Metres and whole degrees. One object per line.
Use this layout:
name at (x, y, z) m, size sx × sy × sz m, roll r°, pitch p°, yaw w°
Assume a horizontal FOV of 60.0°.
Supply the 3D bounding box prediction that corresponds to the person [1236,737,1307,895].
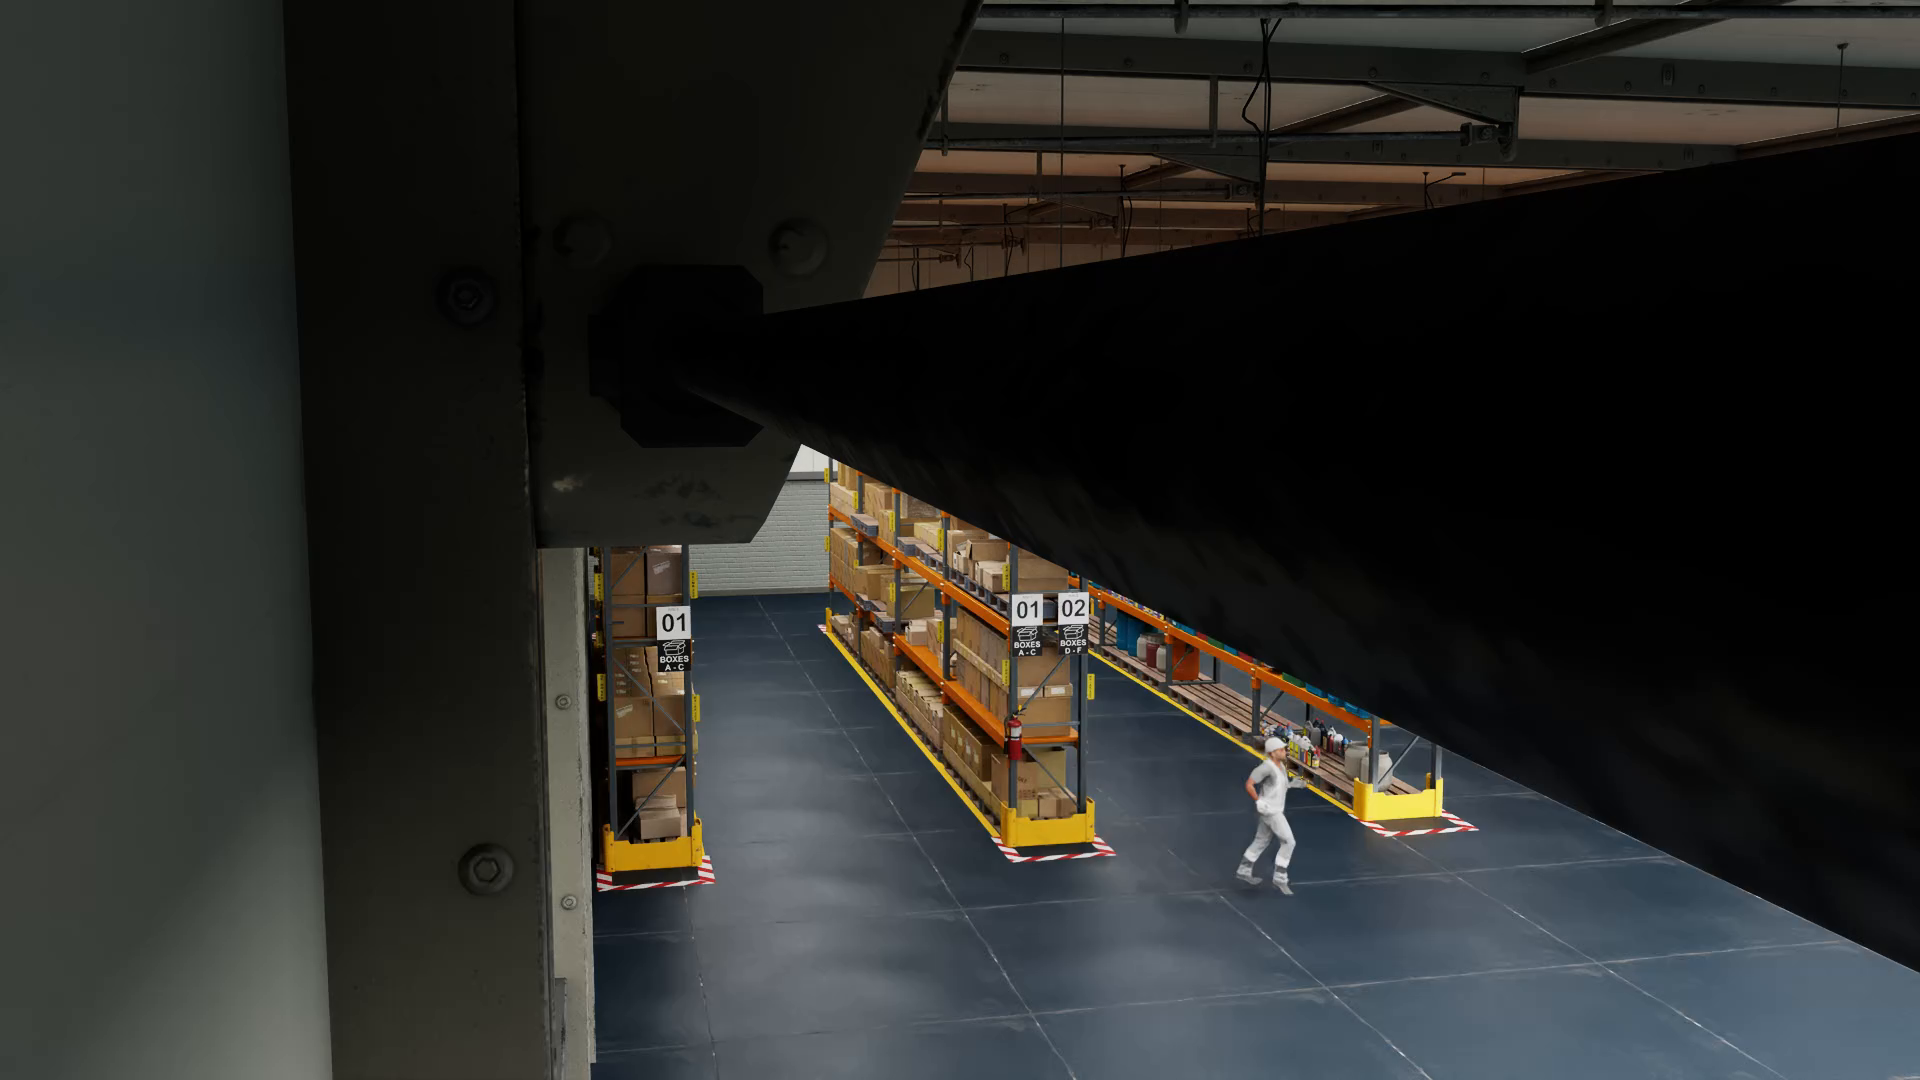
person at (3.601, 3.181, 19.243) m, size 0.779 × 1.851 × 0.616 m, roll 2°, pitch 7°, yaw 15°
